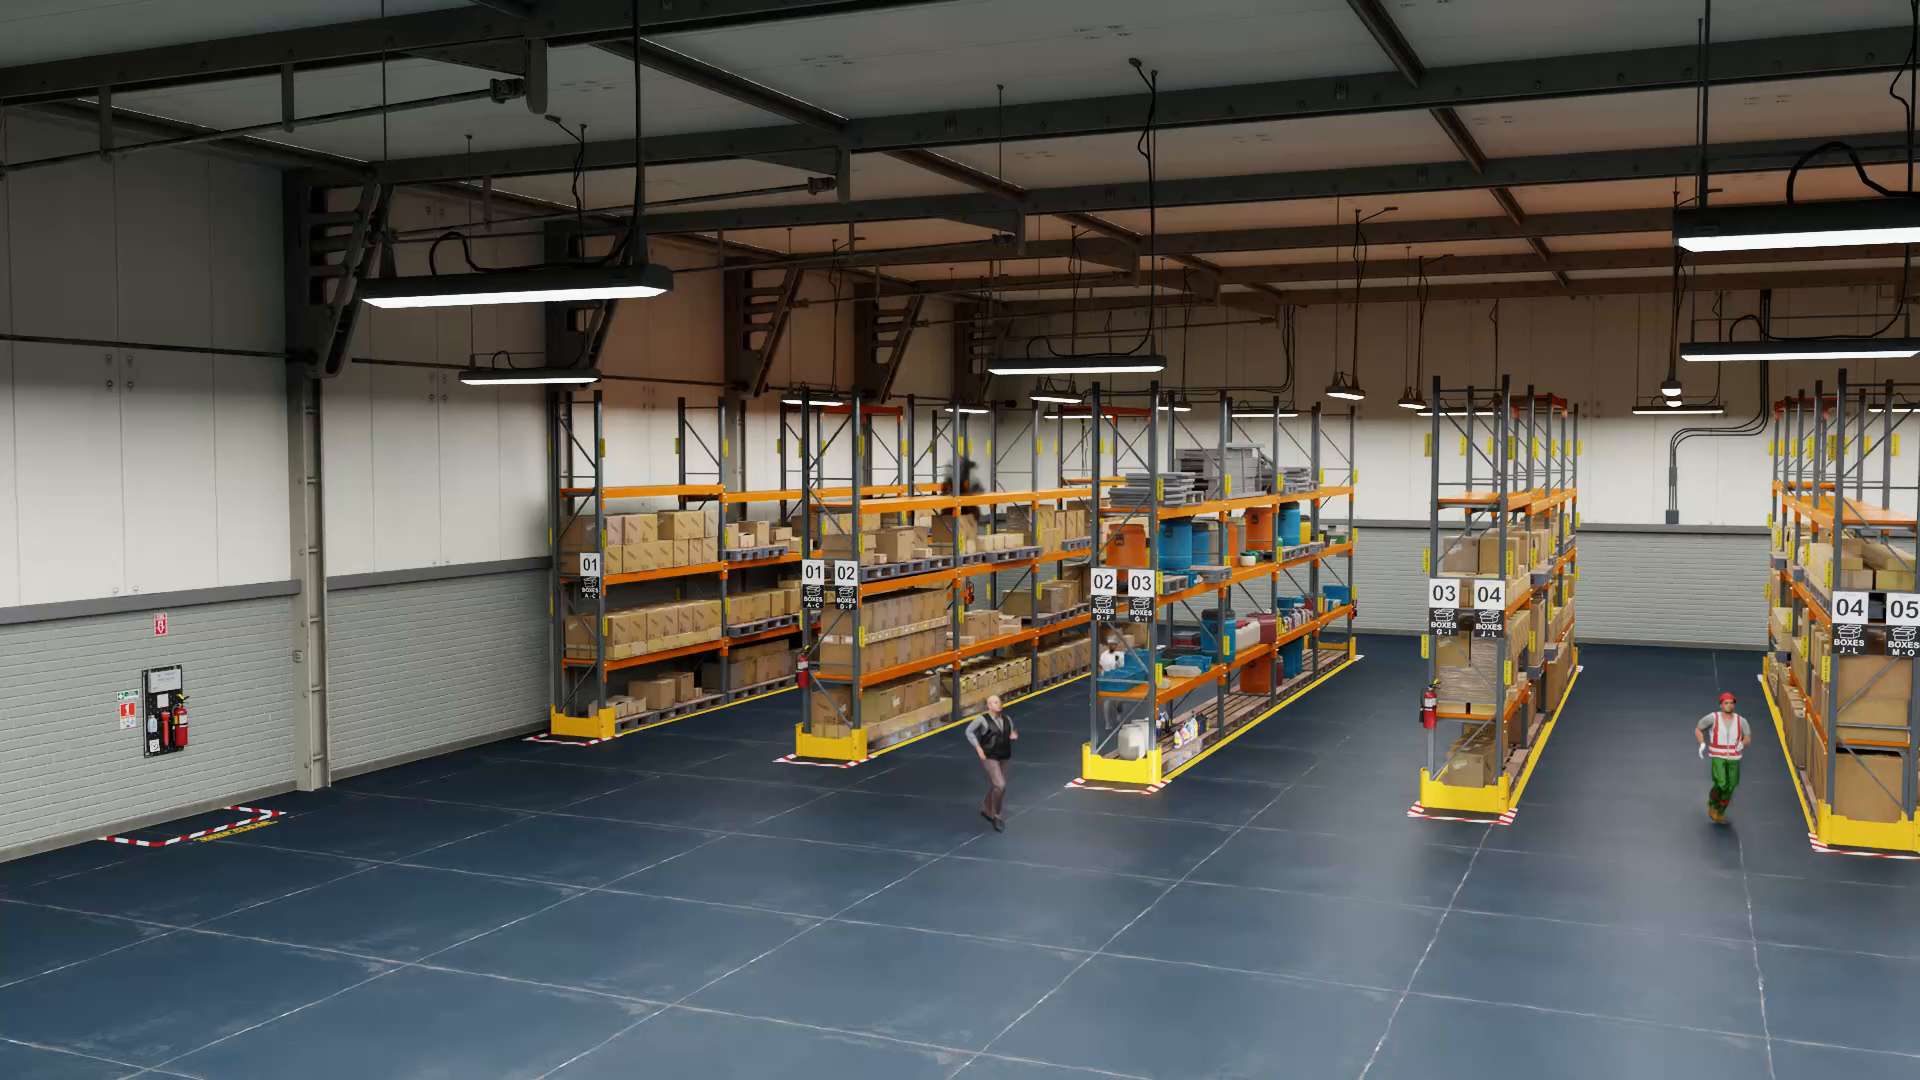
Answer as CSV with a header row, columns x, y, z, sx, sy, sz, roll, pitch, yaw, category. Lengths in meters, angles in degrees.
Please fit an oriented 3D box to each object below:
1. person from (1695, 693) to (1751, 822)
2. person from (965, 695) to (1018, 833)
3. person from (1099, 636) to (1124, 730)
x,y,z,sx,sy,sz,roll,pitch,yaw,category
10.153,2.895,22.042,0.644,1.737,0.610,0,3,9,person
0.468,2.929,21.892,0.637,1.774,0.734,-3,4,-39,person
2.707,2.532,29.703,0.579,1.654,0.663,1,3,17,person
